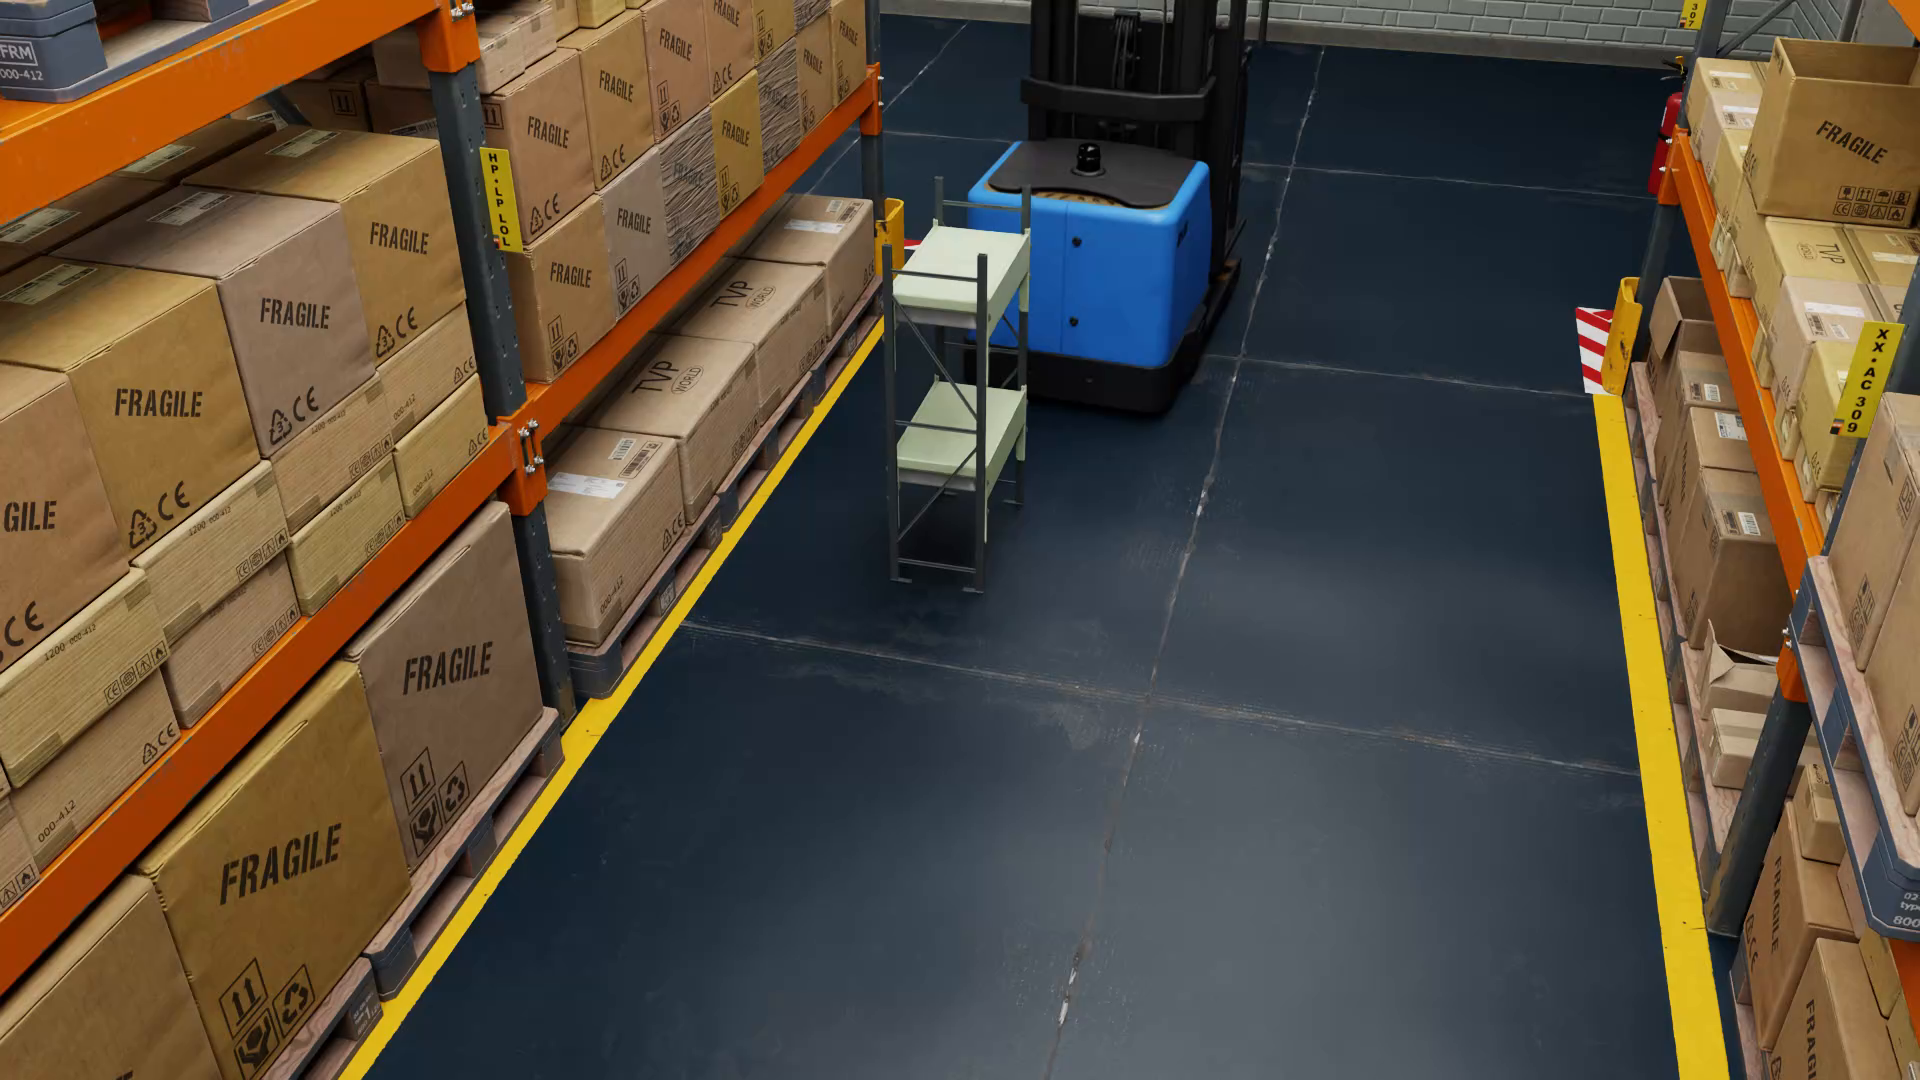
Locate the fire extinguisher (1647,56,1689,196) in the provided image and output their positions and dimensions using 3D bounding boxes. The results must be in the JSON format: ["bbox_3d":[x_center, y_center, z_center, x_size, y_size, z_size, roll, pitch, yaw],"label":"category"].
[{"bbox_3d":[3.477,-2.002,8.023,0.296,0.674,0.183,8,33,12],"label":"fire extinguisher"}]

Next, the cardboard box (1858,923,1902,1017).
[{"bbox_3d":[2.473,1.066,4.111,0.380,0.149,0.250,6,33,10],"label":"cardboard box"}]

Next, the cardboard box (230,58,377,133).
[{"bbox_3d":[-2.078,-1.397,5.627,0.500,0.500,0.500,8,33,12],"label":"cardboard box"}]

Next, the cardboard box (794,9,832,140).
[{"bbox_3d":[-0.924,-2.224,7.859,0.500,0.500,0.500,7,33,11],"label":"cardboard box"}]

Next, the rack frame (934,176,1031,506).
[{"bbox_3d":[0.091,-0.819,7.141,0.400,1.500,0.023,8,33,12],"label":"rack frame"}]

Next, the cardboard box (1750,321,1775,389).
[{"bbox_3d":[2.926,-0.616,5.657,0.380,0.149,0.250,8,33,12],"label":"cardboard box"}]

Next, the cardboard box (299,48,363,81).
[{"bbox_3d":[-2.161,-1.592,5.328,0.380,0.149,0.250,7,33,11],"label":"cardboard box"}]

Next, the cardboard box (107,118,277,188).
[{"bbox_3d":[-2.321,-0.926,4.885,0.500,0.500,0.500,8,33,13],"label":"cardboard box"}]

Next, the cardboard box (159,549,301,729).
[{"bbox_3d":[-2.078,0.203,4.275,0.500,0.250,0.500,7,33,11],"label":"cardboard box"}]

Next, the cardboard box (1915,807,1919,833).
[{"bbox_3d":[2.147,0.571,3.289,0.396,0.266,0.258,10,34,15],"label":"cardboard box"}]

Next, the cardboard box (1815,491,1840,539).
[{"bbox_3d":[2.708,-0.071,4.800,0.380,0.149,0.250,8,33,13],"label":"cardboard box"}]

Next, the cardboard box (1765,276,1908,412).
[{"bbox_3d":[2.877,-0.599,5.258,0.500,0.250,0.500,8,33,13],"label":"cardboard box"}]

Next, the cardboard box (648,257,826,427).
[{"bbox_3d":[-1.211,-0.990,8.009,0.875,0.438,0.875,9,34,14],"label":"cardboard box"}]

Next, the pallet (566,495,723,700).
[{"bbox_3d":[-1.662,0.142,6.830,1.003,0.211,1.213,8,33,12],"label":"pallet"}]

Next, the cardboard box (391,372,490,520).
[{"bbox_3d":[-1.801,-0.320,5.098,0.500,0.250,0.500,7,33,11],"label":"cardboard box"}]

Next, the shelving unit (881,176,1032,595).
[{"bbox_3d":[-0.002,-0.629,6.842,0.431,1.500,0.755,8,33,12],"label":"shelving unit"}]

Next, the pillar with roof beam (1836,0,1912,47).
[{"bbox_3d":[1.278,-6.447,9.003,9.100,9.000,0.400,8,33,12],"label":"pillar with roof beam"}]

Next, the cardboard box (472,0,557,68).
[{"bbox_3d":[-1.550,-1.652,5.423,0.380,0.149,0.250,9,33,13],"label":"cardboard box"}]

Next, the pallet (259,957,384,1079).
[{"bbox_3d":[-2.361,1.572,4.581,1.003,0.211,1.213,8,33,12],"label":"pallet"}]

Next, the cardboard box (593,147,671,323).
[{"bbox_3d":[-1.427,-1.161,6.188,0.500,0.500,0.500,8,33,13],"label":"cardboard box"}]

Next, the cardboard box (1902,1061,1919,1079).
[{"bbox_3d":[2.317,1.335,3.689,0.380,0.149,0.250,8,33,12],"label":"cardboard box"}]

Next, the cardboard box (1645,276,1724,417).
[{"bbox_3d":[3.639,-0.872,7.761,0.797,0.503,0.637,7,33,10],"label":"cardboard box"}]

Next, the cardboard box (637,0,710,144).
[{"bbox_3d":[-1.301,-1.855,6.346,0.500,0.500,0.500,9,33,13],"label":"cardboard box"}]

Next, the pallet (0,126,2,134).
[{"bbox_3d":[-2.553,-0.683,2.909,1.003,0.211,1.213,10,34,15],"label":"pallet"}]

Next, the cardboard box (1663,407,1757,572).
[{"bbox_3d":[3.154,-0.171,6.662,0.500,0.500,0.500,9,33,13],"label":"cardboard box"}]

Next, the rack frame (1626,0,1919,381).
[{"bbox_3d":[3.886,-2.053,7.683,1.000,3.000,0.127,8,33,12],"label":"rack frame"}]

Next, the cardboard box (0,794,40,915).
[{"bbox_3d":[-2.327,0.728,3.448,0.500,0.250,0.500,9,34,14],"label":"cardboard box"}]

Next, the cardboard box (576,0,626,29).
[{"bbox_3d":[-1.404,-1.911,5.831,0.380,0.149,0.250,8,33,12],"label":"cardboard box"}]

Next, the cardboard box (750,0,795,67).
[{"bbox_3d":[-1.041,-2.377,7.167,0.500,0.500,0.500,8,33,12],"label":"cardboard box"}]

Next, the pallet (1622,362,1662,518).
[{"bbox_3d":[3.666,-0.422,7.718,1.003,0.211,1.213,8,33,12],"label":"pallet"}]

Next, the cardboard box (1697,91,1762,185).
[{"bbox_3d":[3.383,-1.654,6.919,0.500,0.250,0.500,8,33,13],"label":"cardboard box"}]

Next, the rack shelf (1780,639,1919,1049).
[{"bbox_3d":[2.364,1.365,2.978,1.077,0.370,4.000,8,33,12],"label":"rack shelf"}]

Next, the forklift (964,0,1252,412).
[{"bbox_3d":[0.973,-2.640,8.671,1.130,2.935,3.031,10,34,16],"label":"forklift"}]

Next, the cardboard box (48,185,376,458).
[{"bbox_3d":[-1.926,-0.579,4.340,0.500,0.500,0.500,9,33,13],"label":"cardboard box"}]

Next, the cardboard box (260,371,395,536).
[{"bbox_3d":[-1.927,-0.276,4.562,0.500,0.250,0.500,9,33,14],"label":"cardboard box"}]

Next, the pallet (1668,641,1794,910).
[{"bbox_3d":[3.046,0.844,5.726,1.003,0.211,1.213,8,33,12],"label":"pallet"}]

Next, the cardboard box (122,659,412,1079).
[{"bbox_3d":[-2.233,0.871,4.673,0.875,0.875,0.875,9,34,14],"label":"cardboard box"}]

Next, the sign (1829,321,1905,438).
[{"bbox_3d":[2.344,-0.412,4.295,0.100,0.325,0.005,8,33,12],"label":"sign"}]

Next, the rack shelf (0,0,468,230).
[{"bbox_3d":[-2.439,-0.575,3.233,1.077,0.370,4.000,8,33,12],"label":"rack shelf"}]

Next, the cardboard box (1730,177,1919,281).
[{"bbox_3d":[3.148,-1.123,6.083,0.500,0.250,0.500,7,33,11],"label":"cardboard box"}]

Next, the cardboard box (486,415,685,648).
[{"bbox_3d":[-1.668,-0.058,6.542,0.875,0.438,0.875,8,33,12],"label":"cardboard box"}]

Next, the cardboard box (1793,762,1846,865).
[{"bbox_3d":[2.523,0.777,4.566,0.380,0.149,0.250,10,34,15],"label":"cardboard box"}]

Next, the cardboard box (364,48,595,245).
[{"bbox_3d":[-1.576,-1.329,5.520,0.500,0.500,0.500,8,33,13],"label":"cardboard box"}]

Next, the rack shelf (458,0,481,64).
[{"bbox_3d":[-1.423,-2.651,6.499,1.077,0.370,4.000,8,33,12],"label":"rack shelf"}]

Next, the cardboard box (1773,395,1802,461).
[{"bbox_3d":[2.795,-0.347,5.234,0.380,0.149,0.250,9,34,14],"label":"cardboard box"}]

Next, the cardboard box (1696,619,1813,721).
[{"bbox_3d":[2.819,0.485,5.848,0.396,0.266,0.258,9,34,14],"label":"cardboard box"}]

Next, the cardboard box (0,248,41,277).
[{"bbox_3d":[-2.553,-0.398,4.055,0.500,0.500,0.500,7,33,11],"label":"cardboard box"}]

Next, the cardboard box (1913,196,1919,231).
[{"bbox_3d":[3.631,-1.045,5.960,0.500,0.250,0.500,8,33,12],"label":"cardboard box"}]

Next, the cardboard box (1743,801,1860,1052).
[{"bbox_3d":[2.531,1.121,4.629,0.500,0.500,0.500,9,34,14],"label":"cardboard box"}]

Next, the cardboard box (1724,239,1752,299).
[{"bbox_3d":[3.115,-1.012,6.280,0.380,0.149,0.250,9,33,13],"label":"cardboard box"}]

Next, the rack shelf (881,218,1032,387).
[{"bbox_3d":[-0.002,-0.959,6.633,0.431,0.370,0.720,8,33,12],"label":"rack shelf"}]

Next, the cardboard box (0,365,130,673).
[{"bbox_3d":[-2.190,-0.048,3.505,0.500,0.500,0.500,9,33,13],"label":"cardboard box"}]

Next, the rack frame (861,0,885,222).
[{"bbox_3d":[-0.916,-2.726,8.743,1.000,3.000,0.127,8,33,12],"label":"rack frame"}]

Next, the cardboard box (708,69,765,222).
[{"bbox_3d":[-1.164,-1.686,7.013,0.500,0.500,0.500,9,34,14],"label":"cardboard box"}]

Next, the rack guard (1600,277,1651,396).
[{"bbox_3d":[3.867,-0.958,8.291,1.175,0.500,0.348,8,33,12],"label":"rack guard"}]

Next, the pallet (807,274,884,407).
[{"bbox_3d":[-1.043,-1.124,8.822,1.003,0.211,1.213,8,33,12],"label":"pallet"}]

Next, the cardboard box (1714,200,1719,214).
[{"bbox_3d":[3.361,-1.411,6.908,0.380,0.149,0.250,9,34,14],"label":"cardboard box"}]

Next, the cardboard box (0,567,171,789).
[{"bbox_3d":[-2.166,0.261,3.717,0.500,0.250,0.500,9,33,13],"label":"cardboard box"}]

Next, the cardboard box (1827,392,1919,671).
[{"bbox_3d":[2.532,0.024,3.931,0.700,0.500,0.500,9,34,14],"label":"cardboard box"}]
